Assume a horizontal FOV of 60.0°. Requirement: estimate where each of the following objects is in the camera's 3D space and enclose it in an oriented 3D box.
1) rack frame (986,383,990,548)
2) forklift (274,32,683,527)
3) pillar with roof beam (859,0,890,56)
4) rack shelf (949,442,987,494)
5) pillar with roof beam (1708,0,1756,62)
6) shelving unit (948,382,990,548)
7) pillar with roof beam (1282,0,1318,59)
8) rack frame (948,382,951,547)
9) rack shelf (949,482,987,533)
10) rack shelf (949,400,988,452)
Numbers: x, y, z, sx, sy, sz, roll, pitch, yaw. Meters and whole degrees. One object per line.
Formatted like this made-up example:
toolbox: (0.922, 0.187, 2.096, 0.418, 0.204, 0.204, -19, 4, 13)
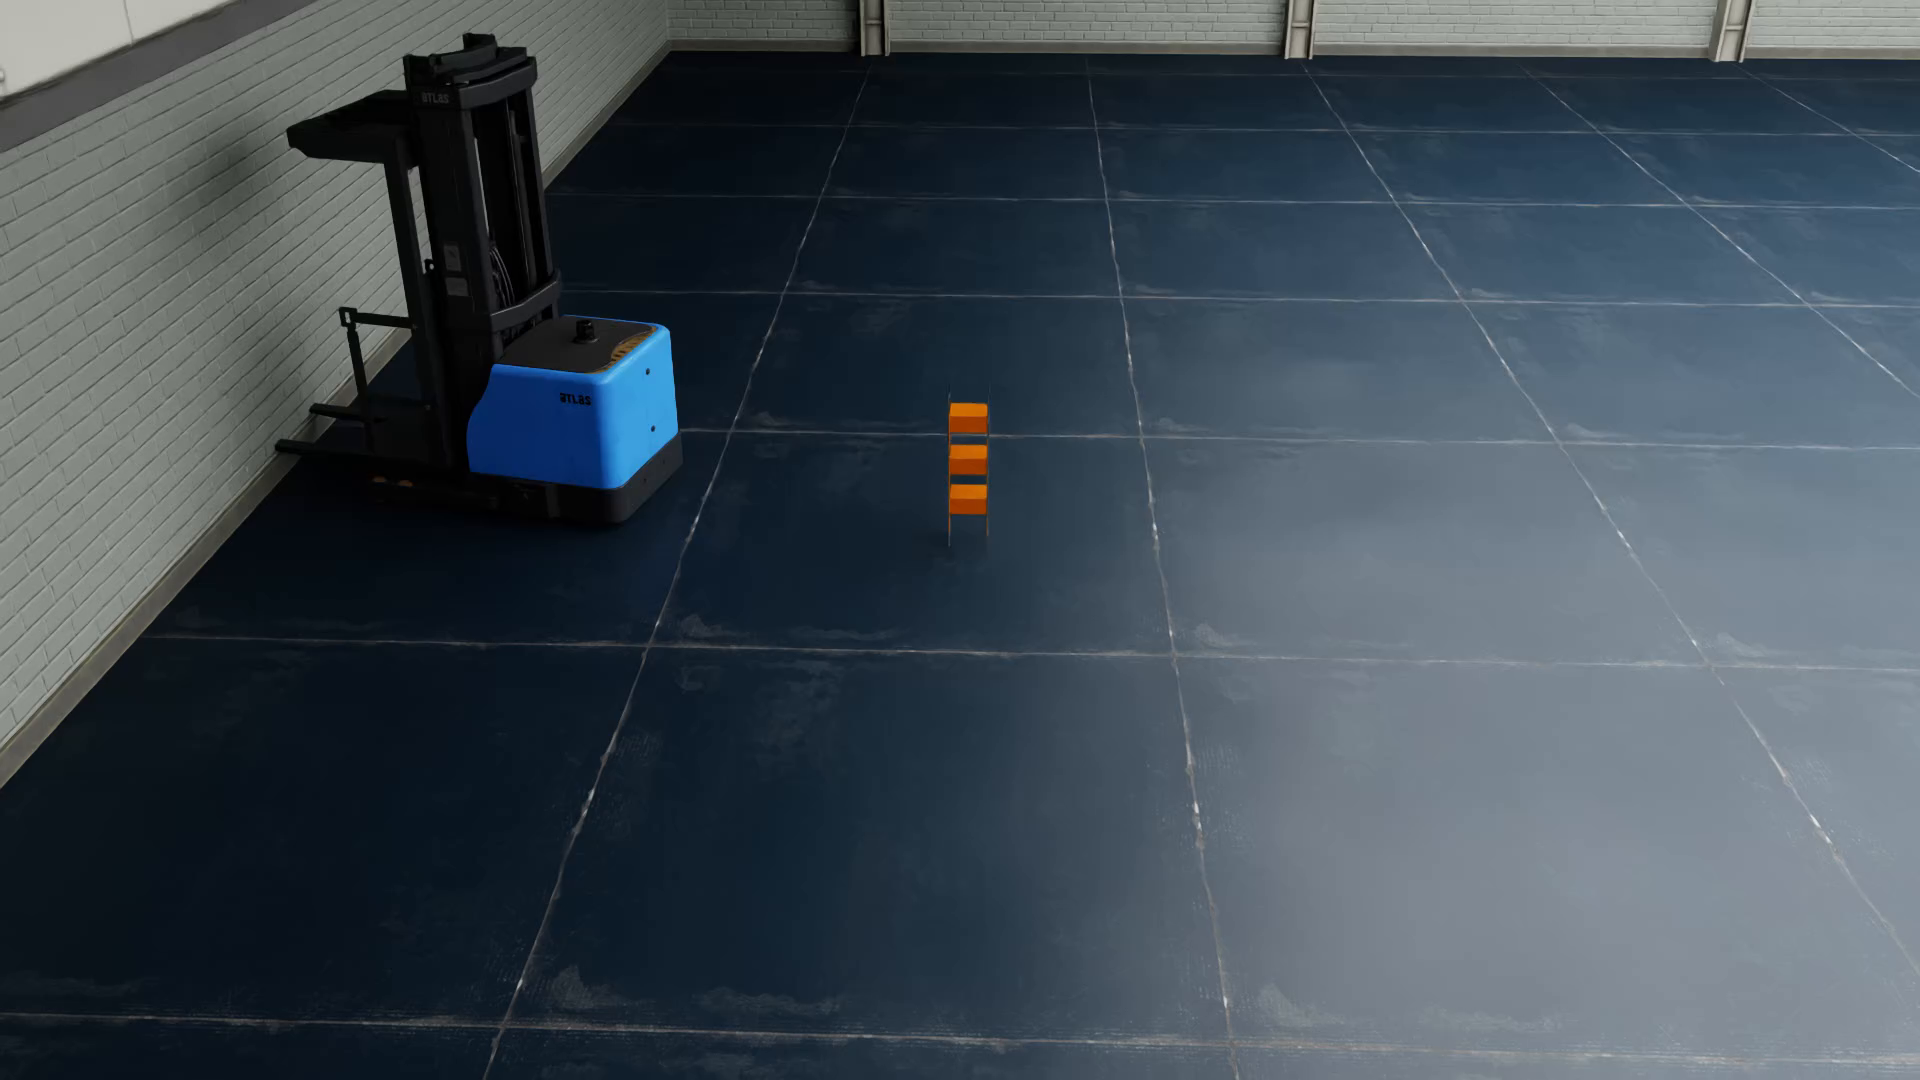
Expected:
rack frame: (0.175, -0.461, 10.424, 0.008, 1.050, 0.200, 1, 28, 2)
forklift: (-3.495, -1.755, 10.856, 3.031, 2.935, 1.130, 7, 29, 14)
pillar with roof beam: (-1.362, -8.928, 17.909, 0.400, 9.000, 9.100, 1, 28, 2)
rack shelf: (0.053, -0.454, 10.433, 0.240, 0.259, 0.215, 1, 28, 2)
pillar with roof beam: (10.630, -8.729, 17.535, 0.400, 9.000, 9.100, 1, 28, 2)
shelving unit: (0.053, -0.463, 10.428, 0.252, 1.050, 0.215, 1, 28, 2)
pillar with roof beam: (4.634, -8.828, 17.722, 0.400, 9.000, 9.100, 1, 28, 2)
rack frame: (-0.068, -0.465, 10.432, 0.008, 1.050, 0.200, 1, 28, 2)
rack shelf: (0.053, -0.208, 10.563, 0.240, 0.259, 0.215, 1, 28, 2)
rack shelf: (0.053, -0.704, 10.300, 0.240, 0.259, 0.215, 1, 28, 2)
